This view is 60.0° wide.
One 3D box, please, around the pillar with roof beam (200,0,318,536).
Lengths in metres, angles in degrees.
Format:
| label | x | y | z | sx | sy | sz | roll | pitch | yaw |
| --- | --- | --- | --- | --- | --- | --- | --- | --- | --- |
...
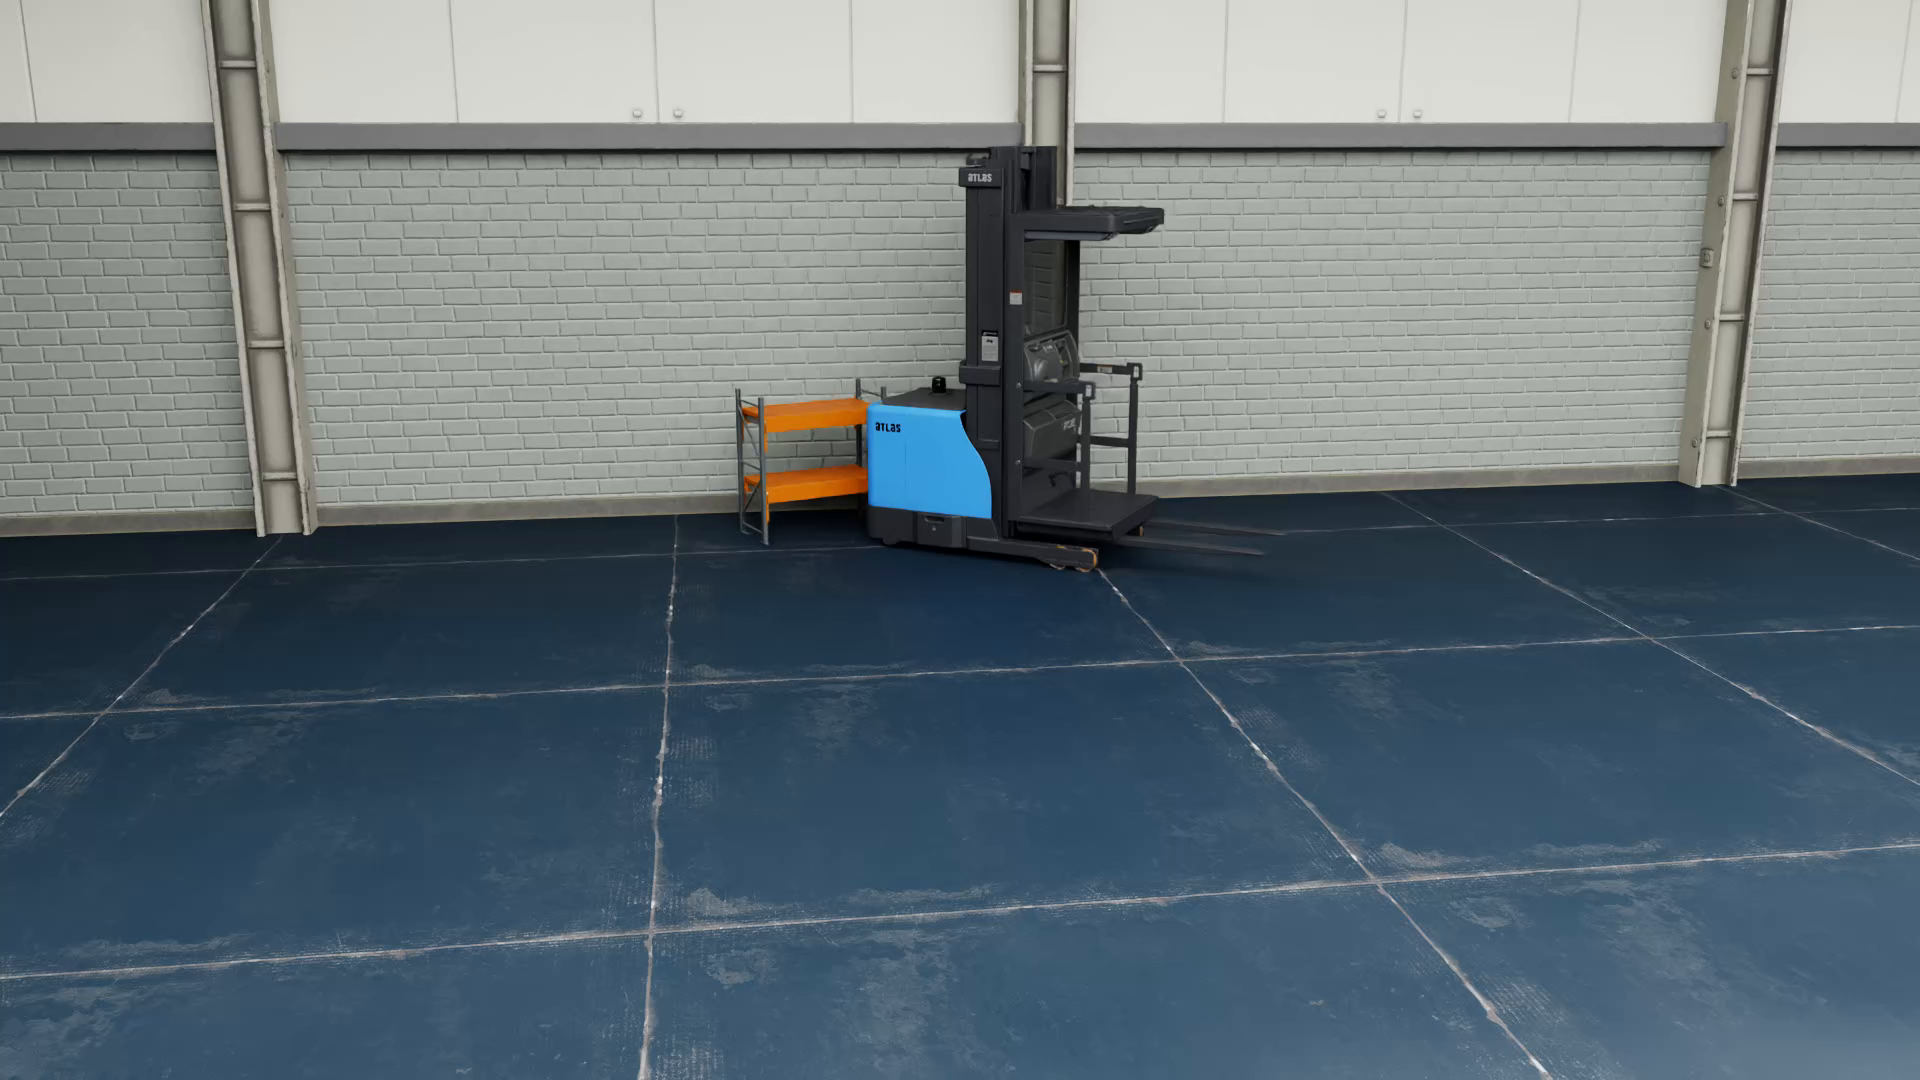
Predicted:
| label | x | y | z | sx | sy | sz | roll | pitch | yaw |
| --- | --- | --- | --- | --- | --- | --- | --- | --- | --- |
| pillar with roof beam | -4.612 | -3.401 | 7.783 | 0.400 | 9.000 | 9.100 | -2 | 14 | -8 |

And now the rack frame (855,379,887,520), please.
| label | x | y | z | sx | sy | sz | roll | pitch | yaw |
| --- | --- | --- | --- | --- | --- | --- | --- | --- | --- |
| rack frame | -0.697 | -0.681 | 13.124 | 0.032 | 1.125 | 0.500 | -8 | 16 | -28 |

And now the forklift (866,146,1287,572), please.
| label | x | y | z | sx | sy | sz | roll | pitch | yaw |
| --- | --- | --- | --- | --- | --- | --- | --- | --- | --- |
| forklift | 0.850 | -1.339 | 12.036 | 3.031 | 2.935 | 1.130 | 7 | 16 | 24 |

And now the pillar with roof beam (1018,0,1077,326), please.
| label | x | y | z | sx | sy | sz | roll | pitch | yaw |
| --- | --- | --- | --- | --- | --- | --- | --- | --- | --- |
| pillar with roof beam | 1.321 | -3.618 | 8.650 | 0.400 | 9.000 | 9.100 | -2 | 14 | -8 |

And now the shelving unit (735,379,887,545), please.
| label | x | y | z | sx | sy | sz | roll | pitch | yaw |
| --- | --- | --- | --- | --- | --- | --- | --- | --- | --- |
| shelving unit | -1.141 | -0.621 | 12.884 | 1.048 | 1.125 | 0.538 | -8 | 16 | -28 |

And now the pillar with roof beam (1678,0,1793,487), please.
| label | x | y | z | sx | sy | sz | roll | pitch | yaw |
| --- | --- | --- | --- | --- | --- | --- | --- | --- | --- |
| pillar with roof beam | 7.254 | -3.836 | 9.517 | 0.400 | 9.000 | 9.100 | -2 | 14 | -8 |

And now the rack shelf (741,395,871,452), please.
| label | x | y | z | sx | sy | sz | roll | pitch | yaw |
| --- | --- | --- | --- | --- | --- | --- | --- | --- | --- |
| rack shelf | -1.141 | -0.905 | 12.813 | 1.000 | 0.278 | 0.538 | -8 | 16 | -28 |

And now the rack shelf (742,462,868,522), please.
| label | x | y | z | sx | sy | sz | roll | pitch | yaw |
| --- | --- | --- | --- | --- | --- | --- | --- | --- | --- |
| rack shelf | -1.141 | -0.383 | 12.944 | 1.000 | 0.278 | 0.538 | -8 | 16 | -28 |

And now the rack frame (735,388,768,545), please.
| label | x | y | z | sx | sy | sz | roll | pitch | yaw |
| --- | --- | --- | --- | --- | --- | --- | --- | --- | --- |
| rack frame | -1.585 | -0.560 | 12.644 | 0.032 | 1.125 | 0.500 | -8 | 16 | -28 |
